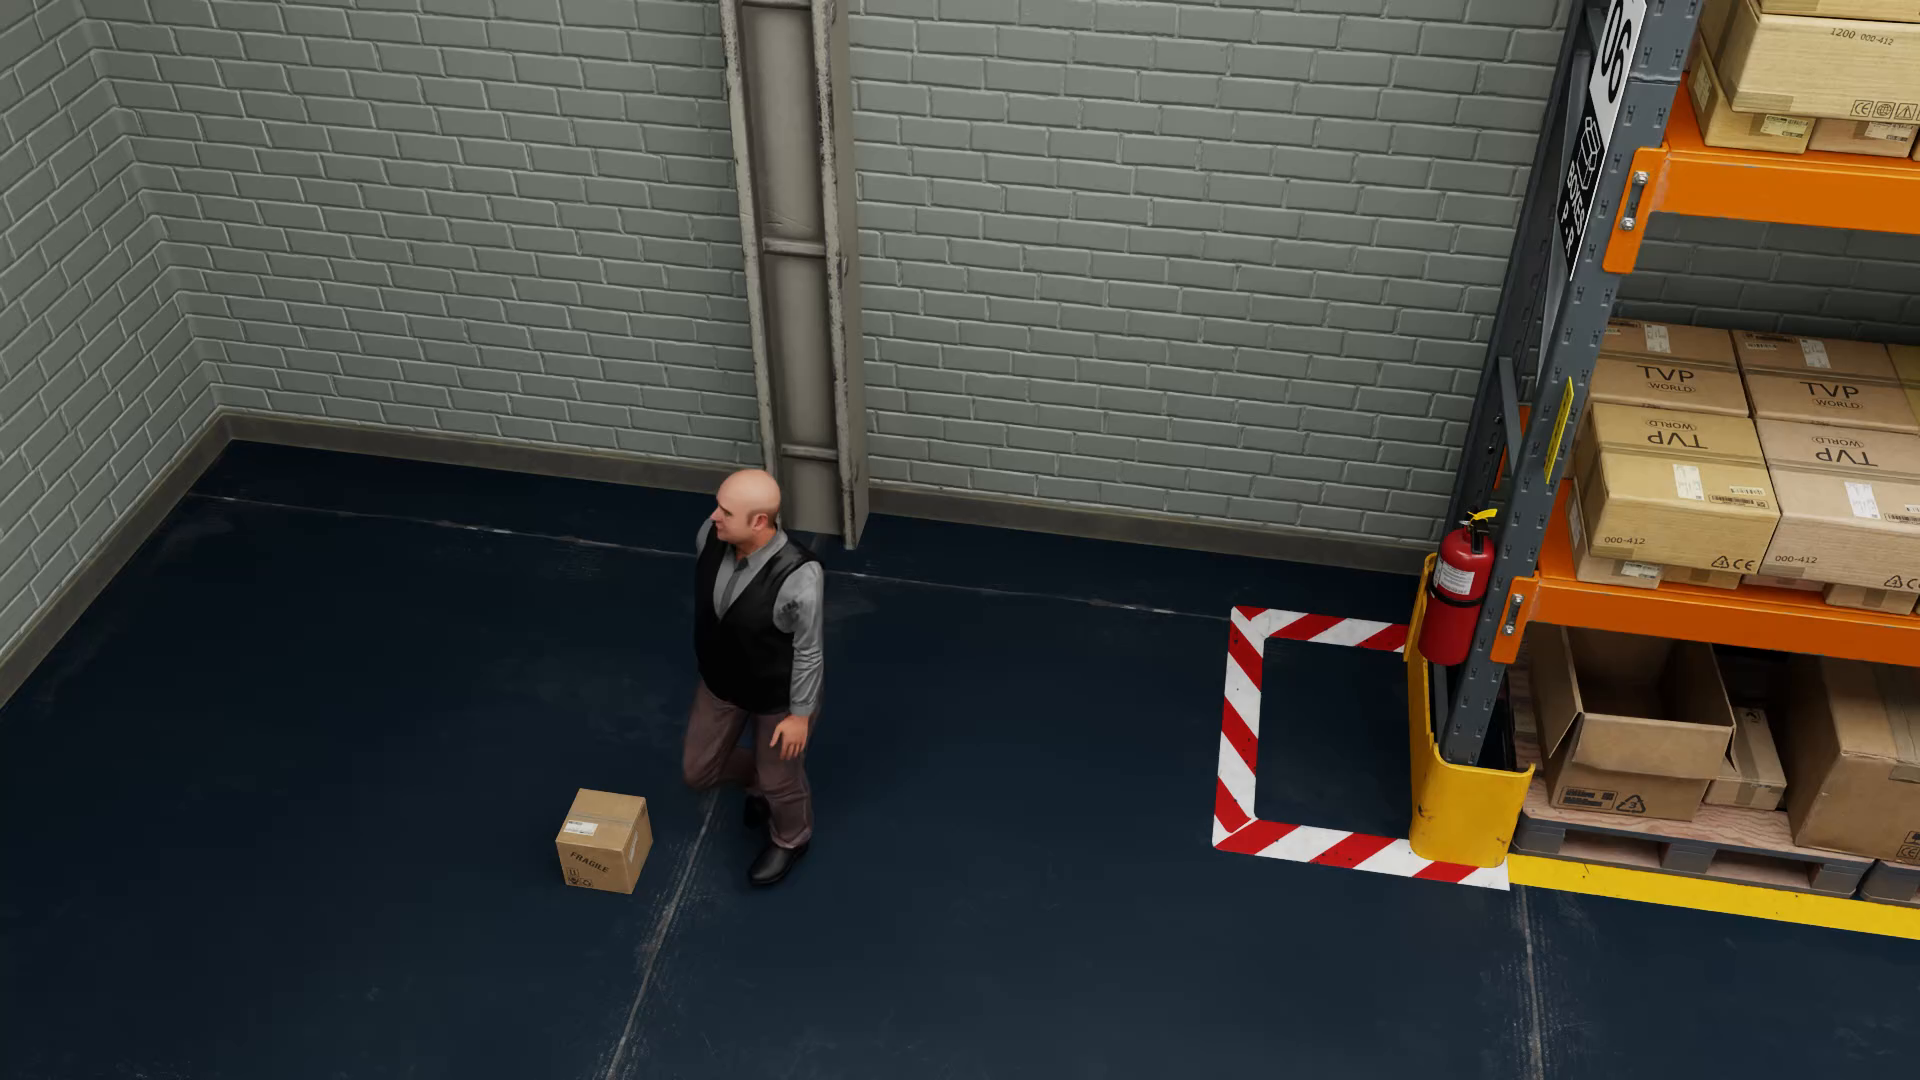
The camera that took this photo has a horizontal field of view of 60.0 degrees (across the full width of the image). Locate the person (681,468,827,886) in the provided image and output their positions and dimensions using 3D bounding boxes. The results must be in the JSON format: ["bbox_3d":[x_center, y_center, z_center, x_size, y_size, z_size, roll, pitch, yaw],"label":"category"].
[{"bbox_3d":[-0.687,0.488,5.573,0.551,1.713,0.468,22,45,24],"label":"person"}]
